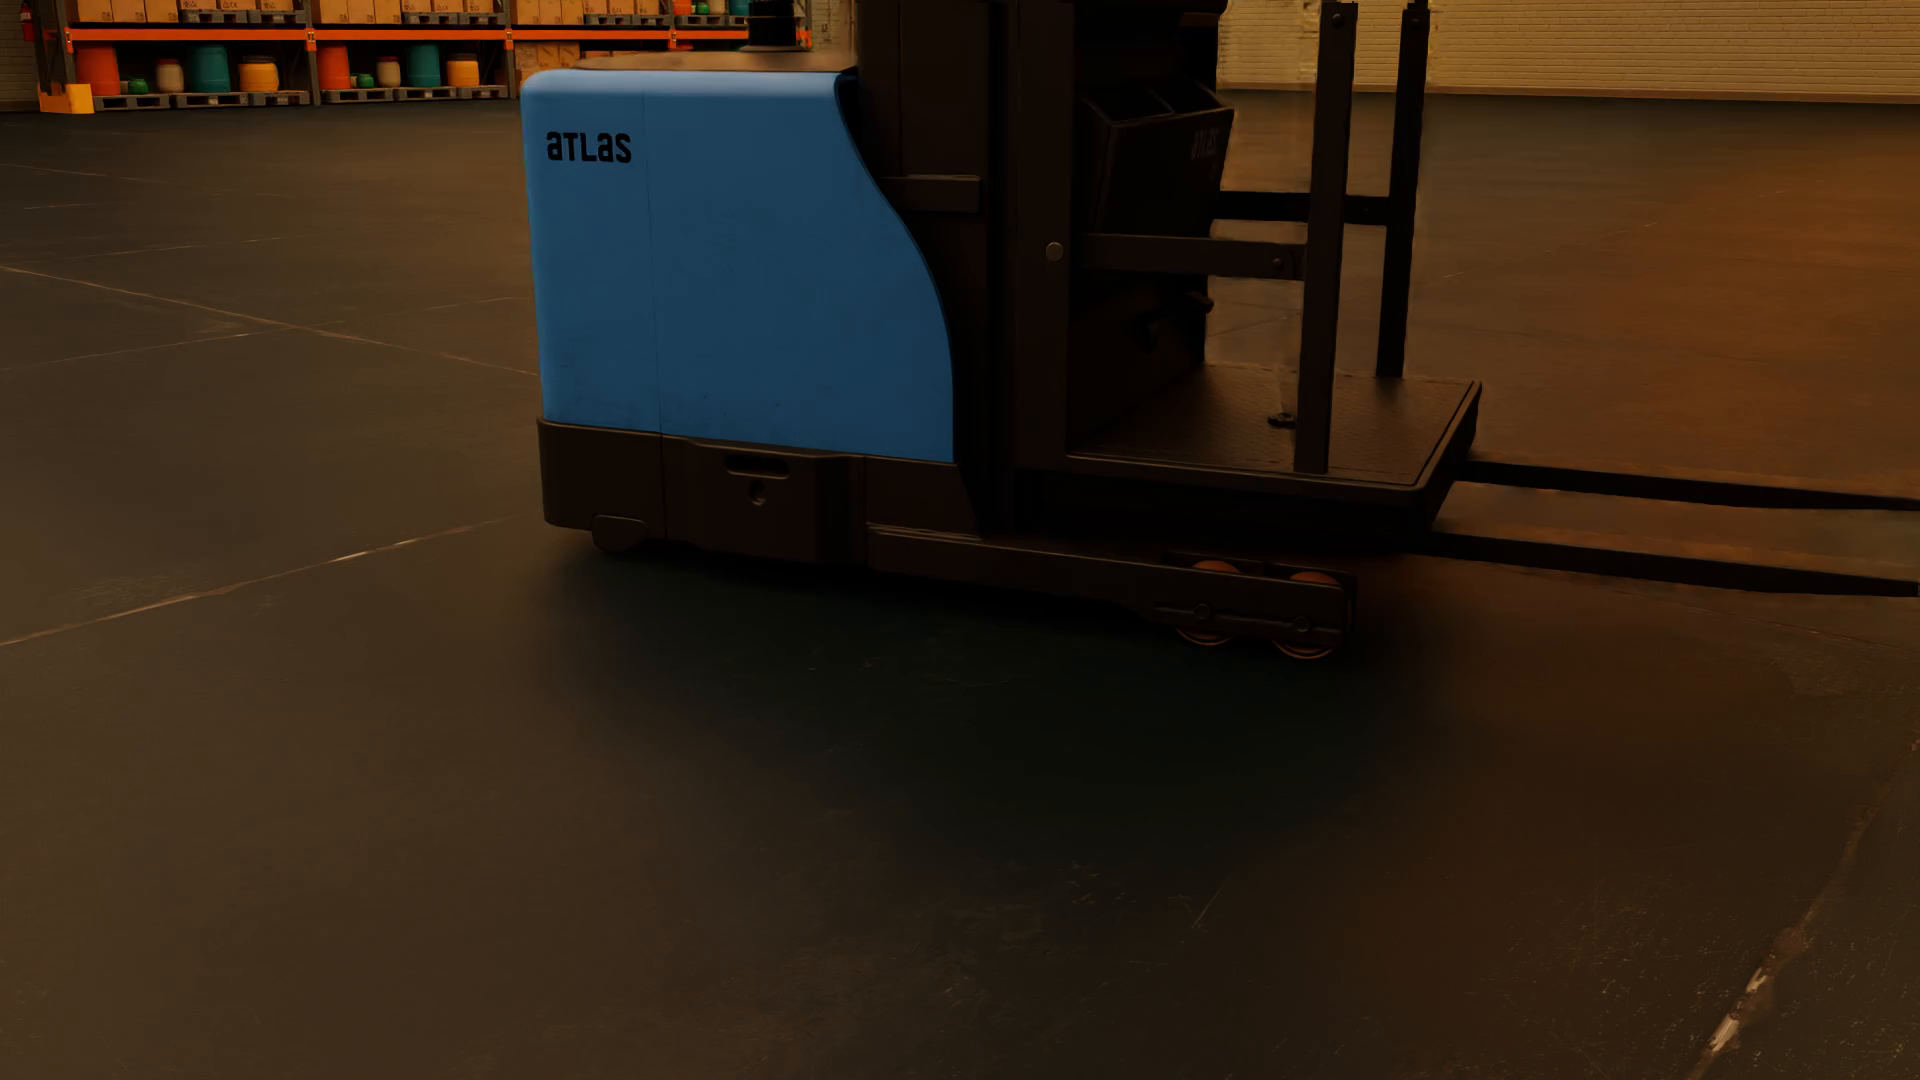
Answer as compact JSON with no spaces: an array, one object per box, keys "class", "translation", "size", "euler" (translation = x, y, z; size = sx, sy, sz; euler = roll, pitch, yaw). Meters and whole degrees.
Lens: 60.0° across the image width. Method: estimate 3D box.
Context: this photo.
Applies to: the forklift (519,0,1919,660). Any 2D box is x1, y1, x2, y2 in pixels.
[{"class":"forklift","translation":[0.599,-1.348,3.336],"size":[3.031,2.935,1.130],"euler":[7,18,21]}]
